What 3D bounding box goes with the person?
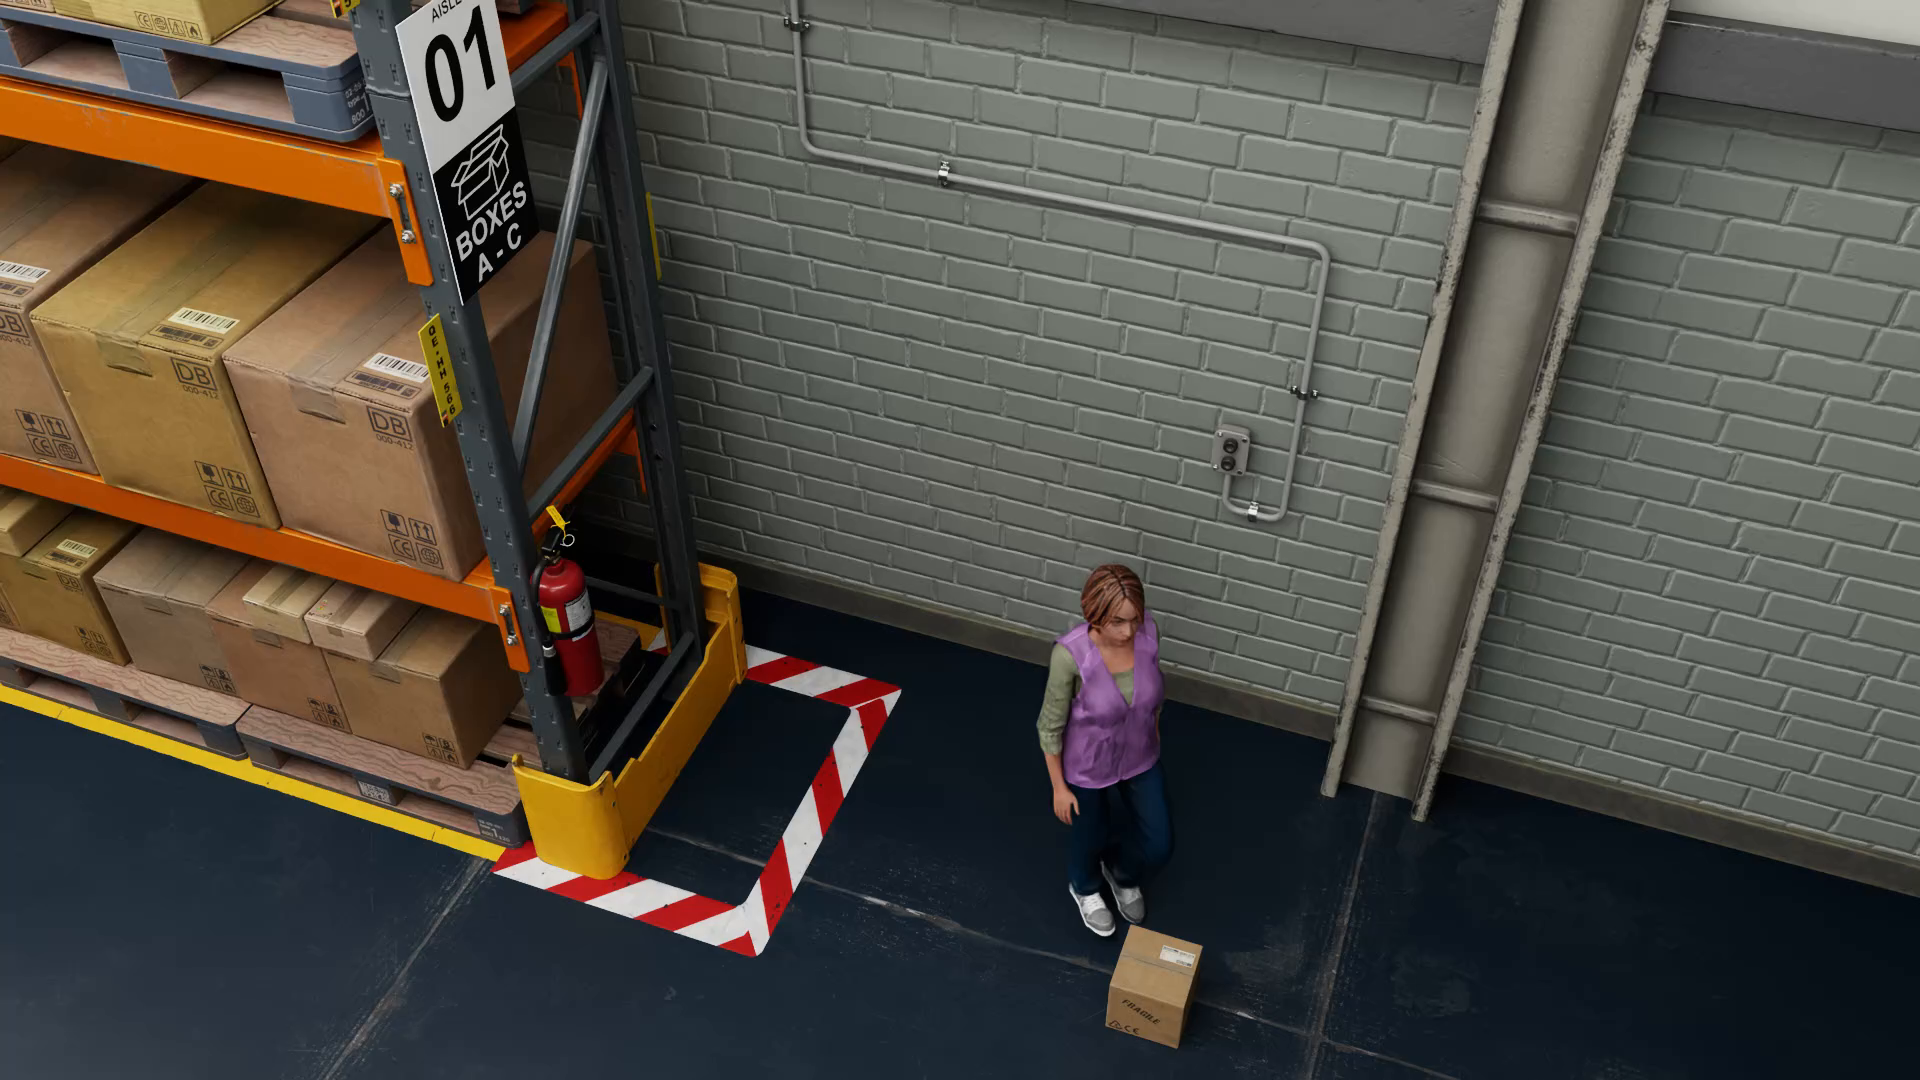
[{"bbox_3d":[0.478,0.744,5.330,0.465,1.610,0.405,-13,44,-14],"label":"person"}]
